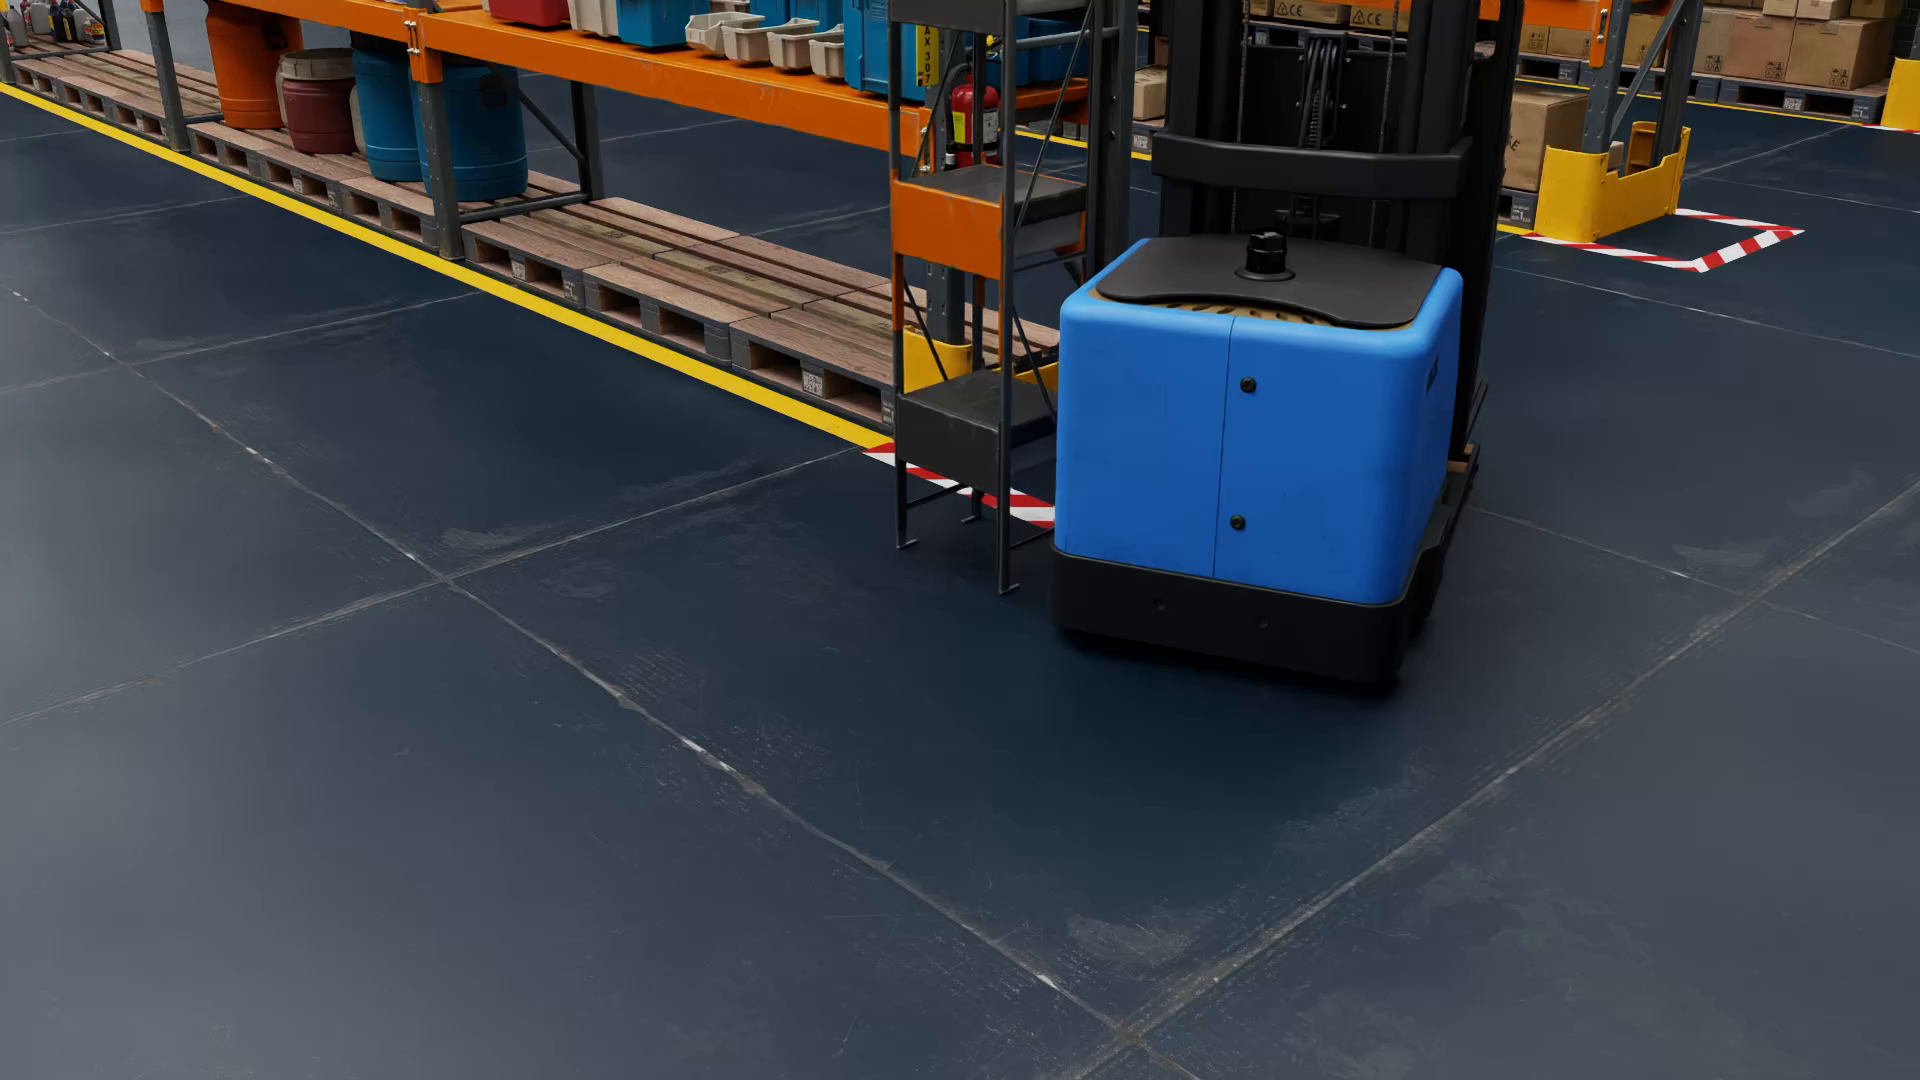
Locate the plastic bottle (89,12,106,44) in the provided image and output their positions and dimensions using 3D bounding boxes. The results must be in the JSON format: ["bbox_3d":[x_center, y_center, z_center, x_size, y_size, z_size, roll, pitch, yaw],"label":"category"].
[{"bbox_3d":[-7.822,-4.643,15.070,0.097,0.271,0.097,0,25,0],"label":"plastic bottle"}]

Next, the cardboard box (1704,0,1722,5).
[{"bbox_3d":[6.322,-4.573,13.884,0.380,0.149,0.250,-21,32,-38],"label":"cardboard box"}]

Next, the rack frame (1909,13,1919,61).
[{"bbox_3d":[7.510,-4.638,12.302,1.000,3.000,0.127,-21,32,-38],"label":"rack frame"}]

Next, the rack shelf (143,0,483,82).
[{"bbox_3d":[-3.823,-3.318,10.275,1.077,0.370,4.000,-21,32,-38],"label":"rack shelf"}]

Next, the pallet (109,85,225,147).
[{"bbox_3d":[-5.691,-3.228,12.572,1.003,0.211,1.213,-21,32,-38],"label":"pallet"}]

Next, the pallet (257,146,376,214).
[{"bbox_3d":[-3.791,-2.386,10.725,1.003,0.211,1.213,-21,32,-38],"label":"pallet"}]

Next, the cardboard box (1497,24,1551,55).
[{"bbox_3d":[5.212,-4.648,14.830,0.700,0.500,0.500,-21,32,-38],"label":"cardboard box"}]

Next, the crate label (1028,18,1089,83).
[{"bbox_3d":[0.349,-1.947,6.532,0.416,0.233,0.303,-21,32,-38],"label":"crate label"}]

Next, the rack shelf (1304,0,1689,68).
[{"bbox_3d":[2.529,-3.510,10.697,1.077,0.370,4.000,-21,32,-38],"label":"rack shelf"}]

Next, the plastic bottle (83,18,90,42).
[{"bbox_3d":[-7.961,-4.672,15.220,0.097,0.201,0.097,0,25,0],"label":"plastic bottle"}]

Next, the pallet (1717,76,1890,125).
[{"bbox_3d":[6.906,-3.589,13.363,1.003,0.211,1.213,-21,32,-38],"label":"pallet"}]

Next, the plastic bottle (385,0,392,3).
[{"bbox_3d":[-3.061,-3.004,8.960,0.097,0.201,0.097,0,25,0],"label":"plastic bottle"}]

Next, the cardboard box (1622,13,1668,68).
[{"bbox_3d":[5.902,-4.338,14.152,0.700,0.500,0.500,-20,31,-37],"label":"cardboard box"}]

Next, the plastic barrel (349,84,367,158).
[{"bbox_3d":[-3.620,-2.679,10.500,0.421,0.512,0.421,0,25,0],"label":"plastic barrel"}]

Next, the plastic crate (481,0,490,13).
[{"bbox_3d":[-2.242,-2.765,8.442,0.396,0.136,0.243,-21,32,-38],"label":"plastic crate"}]

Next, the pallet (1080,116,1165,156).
[{"bbox_3d":[1.631,-2.966,11.998,1.003,0.211,1.213,-21,32,-38],"label":"pallet"}]

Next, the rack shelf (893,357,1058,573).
[{"bbox_3d":[0.100,-0.259,5.507,0.431,0.518,0.480,-22,33,-40],"label":"rack shelf"}]

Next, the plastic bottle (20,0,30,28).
[{"bbox_3d":[-9.008,-5.093,16.042,0.061,0.283,0.133,-21,32,-38],"label":"plastic bottle"}]

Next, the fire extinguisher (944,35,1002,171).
[{"bbox_3d":[0.049,-1.448,5.852,0.296,0.674,0.183,-21,32,-38],"label":"fire extinguisher"}]

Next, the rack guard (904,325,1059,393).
[{"bbox_3d":[0.304,-0.686,6.652,1.175,0.500,0.348,-21,32,-38],"label":"rack guard"}]

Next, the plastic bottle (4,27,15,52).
[{"bbox_3d":[-8.399,-4.411,14.647,0.097,0.201,0.097,0,25,0],"label":"plastic bottle"}]

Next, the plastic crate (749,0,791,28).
[{"bbox_3d":[-0.756,-2.436,7.606,0.416,0.233,0.300,-21,32,-38],"label":"plastic crate"}]

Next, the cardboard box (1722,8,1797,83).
[{"bbox_3d":[6.616,-4.027,13.469,0.700,0.500,0.500,-21,32,-39],"label":"cardboard box"}]

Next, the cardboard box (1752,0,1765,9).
[{"bbox_3d":[6.672,-4.418,13.545,0.380,0.149,0.250,-21,32,-38],"label":"cardboard box"}]

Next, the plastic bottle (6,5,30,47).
[{"bbox_3d":[-8.469,-4.612,14.907,0.144,0.351,0.185,-21,32,-38],"label":"plastic bottle"}]

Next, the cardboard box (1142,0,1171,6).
[{"bbox_3d":[2.449,-6.014,17.404,0.750,0.750,0.750,-22,32,-39],"label":"cardboard box"}]

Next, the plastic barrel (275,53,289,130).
[{"bbox_3d":[-4.392,-3.021,11.250,0.421,0.512,0.421,0,25,0],"label":"plastic barrel"}]

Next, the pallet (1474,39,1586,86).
[{"bbox_3d":[5.238,-4.328,14.984,1.003,0.211,1.213,-21,32,-38],"label":"pallet"}]

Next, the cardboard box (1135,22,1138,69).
[{"bbox_3d":[1.009,-3.722,12.776,0.500,0.500,0.500,22,33,39],"label":"cardboard box"}]

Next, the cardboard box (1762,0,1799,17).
[{"bbox_3d":[6.562,-4.235,13.143,0.380,0.149,0.250,-20,31,-37],"label":"cardboard box"}]

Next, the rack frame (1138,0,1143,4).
[{"bbox_3d":[2.042,-7.061,17.615,1.000,3.000,0.127,-21,32,-38],"label":"rack frame"}]

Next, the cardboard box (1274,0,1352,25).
[{"bbox_3d":[3.627,-5.491,16.257,0.750,0.750,0.750,-20,31,-37],"label":"cardboard box"}]

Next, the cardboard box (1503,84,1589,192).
[{"bbox_3d":[3.345,-2.389,9.855,0.500,0.500,0.500,-21,32,-38],"label":"cardboard box"}]

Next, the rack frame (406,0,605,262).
[{"bbox_3d":[-2.456,-3.039,8.798,1.000,3.000,0.127,-21,32,-38],"label":"rack frame"}]

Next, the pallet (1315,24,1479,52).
[{"bbox_3d":[4.193,-4.793,16.003,1.003,0.211,1.213,-21,32,-38],"label":"pallet"}]

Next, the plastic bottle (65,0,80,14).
[{"bbox_3d":[-8.173,-4.820,15.363,0.144,0.351,0.185,-20,31,-37],"label":"plastic bottle"}]

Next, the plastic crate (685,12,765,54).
[{"bbox_3d":[-1.023,-2.184,7.169,0.298,0.136,0.250,-21,32,-38],"label":"plastic crate"}]

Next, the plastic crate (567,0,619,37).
[{"bbox_3d":[-1.547,-2.498,7.681,0.437,0.282,0.530,-21,32,-38],"label":"plastic crate"}]

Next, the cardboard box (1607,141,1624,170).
[{"bbox_3d":[3.861,-2.359,10.211,0.380,0.149,0.250,-21,32,-38],"label":"cardboard box"}]

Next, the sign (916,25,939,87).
[{"bbox_3d":[-0.113,-1.741,5.755,0.100,0.325,0.005,-21,32,-38],"label":"sign"}]

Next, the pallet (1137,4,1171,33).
[{"bbox_3d":[2.526,-5.533,17.623,1.003,0.211,1.213,-21,32,-38],"label":"pallet"}]

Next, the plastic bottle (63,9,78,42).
[{"bbox_3d":[-8.140,-4.708,15.199,0.061,0.283,0.133,-21,32,-38],"label":"plastic bottle"}]

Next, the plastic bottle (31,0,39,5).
[{"bbox_3d":[-8.836,-5.078,16.018,0.152,0.276,0.135,-22,33,-40],"label":"plastic bottle"}]

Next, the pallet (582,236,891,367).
[{"bbox_3d":[-1.087,-1.189,8.102,1.003,0.211,1.213,-21,32,-38],"label":"pallet"}]

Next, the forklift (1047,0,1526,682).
[{"bbox_3d":[1.295,-1.515,5.540,1.130,2.935,3.031,10,26,20],"label":"forklift"}]

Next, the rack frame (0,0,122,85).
[{"bbox_3d":[-7.924,-5.463,14.111,1.000,3.000,0.127,-21,32,-38],"label":"rack frame"}]

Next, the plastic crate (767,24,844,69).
[{"bbox_3d":[-0.599,-2.022,6.814,0.396,0.136,0.243,-21,32,-38],"label":"plastic crate"}]

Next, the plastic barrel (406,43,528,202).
[{"bbox_3d":[-2.815,-2.445,9.518,0.600,0.901,0.708,-21,32,-38],"label":"plastic barrel"}]

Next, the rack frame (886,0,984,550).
[{"bbox_3d":[-0.071,-0.980,5.369,0.400,2.100,0.015,-22,33,-40],"label":"rack frame"}]

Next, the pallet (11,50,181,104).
[{"bbox_3d":[-7.359,-3.967,14.192,1.003,0.211,1.213,-21,32,-38],"label":"pallet"}]

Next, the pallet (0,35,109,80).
[{"bbox_3d":[-8.353,-4.410,15.161,1.003,0.211,1.213,-21,32,-38],"label":"pallet"}]

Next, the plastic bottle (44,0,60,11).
[{"bbox_3d":[-8.592,-5.006,15.771,0.144,0.351,0.185,-22,32,-39],"label":"plastic bottle"}]

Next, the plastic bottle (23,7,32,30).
[{"bbox_3d":[-8.914,-5.003,15.943,0.097,0.201,0.097,0,25,0],"label":"plastic bottle"}]

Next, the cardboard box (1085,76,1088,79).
[{"bbox_3d":[0.616,-3.574,12.453,0.500,0.500,0.500,-21,32,-39],"label":"cardboard box"}]

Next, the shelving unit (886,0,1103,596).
[{"bbox_3d":[0.100,-0.908,5.211,0.431,2.100,0.503,-22,33,-40],"label":"shelving unit"}]

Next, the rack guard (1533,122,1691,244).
[{"bbox_3d":[3.844,-2.117,9.788,1.175,0.500,0.348,-21,32,-38],"label":"rack guard"}]
